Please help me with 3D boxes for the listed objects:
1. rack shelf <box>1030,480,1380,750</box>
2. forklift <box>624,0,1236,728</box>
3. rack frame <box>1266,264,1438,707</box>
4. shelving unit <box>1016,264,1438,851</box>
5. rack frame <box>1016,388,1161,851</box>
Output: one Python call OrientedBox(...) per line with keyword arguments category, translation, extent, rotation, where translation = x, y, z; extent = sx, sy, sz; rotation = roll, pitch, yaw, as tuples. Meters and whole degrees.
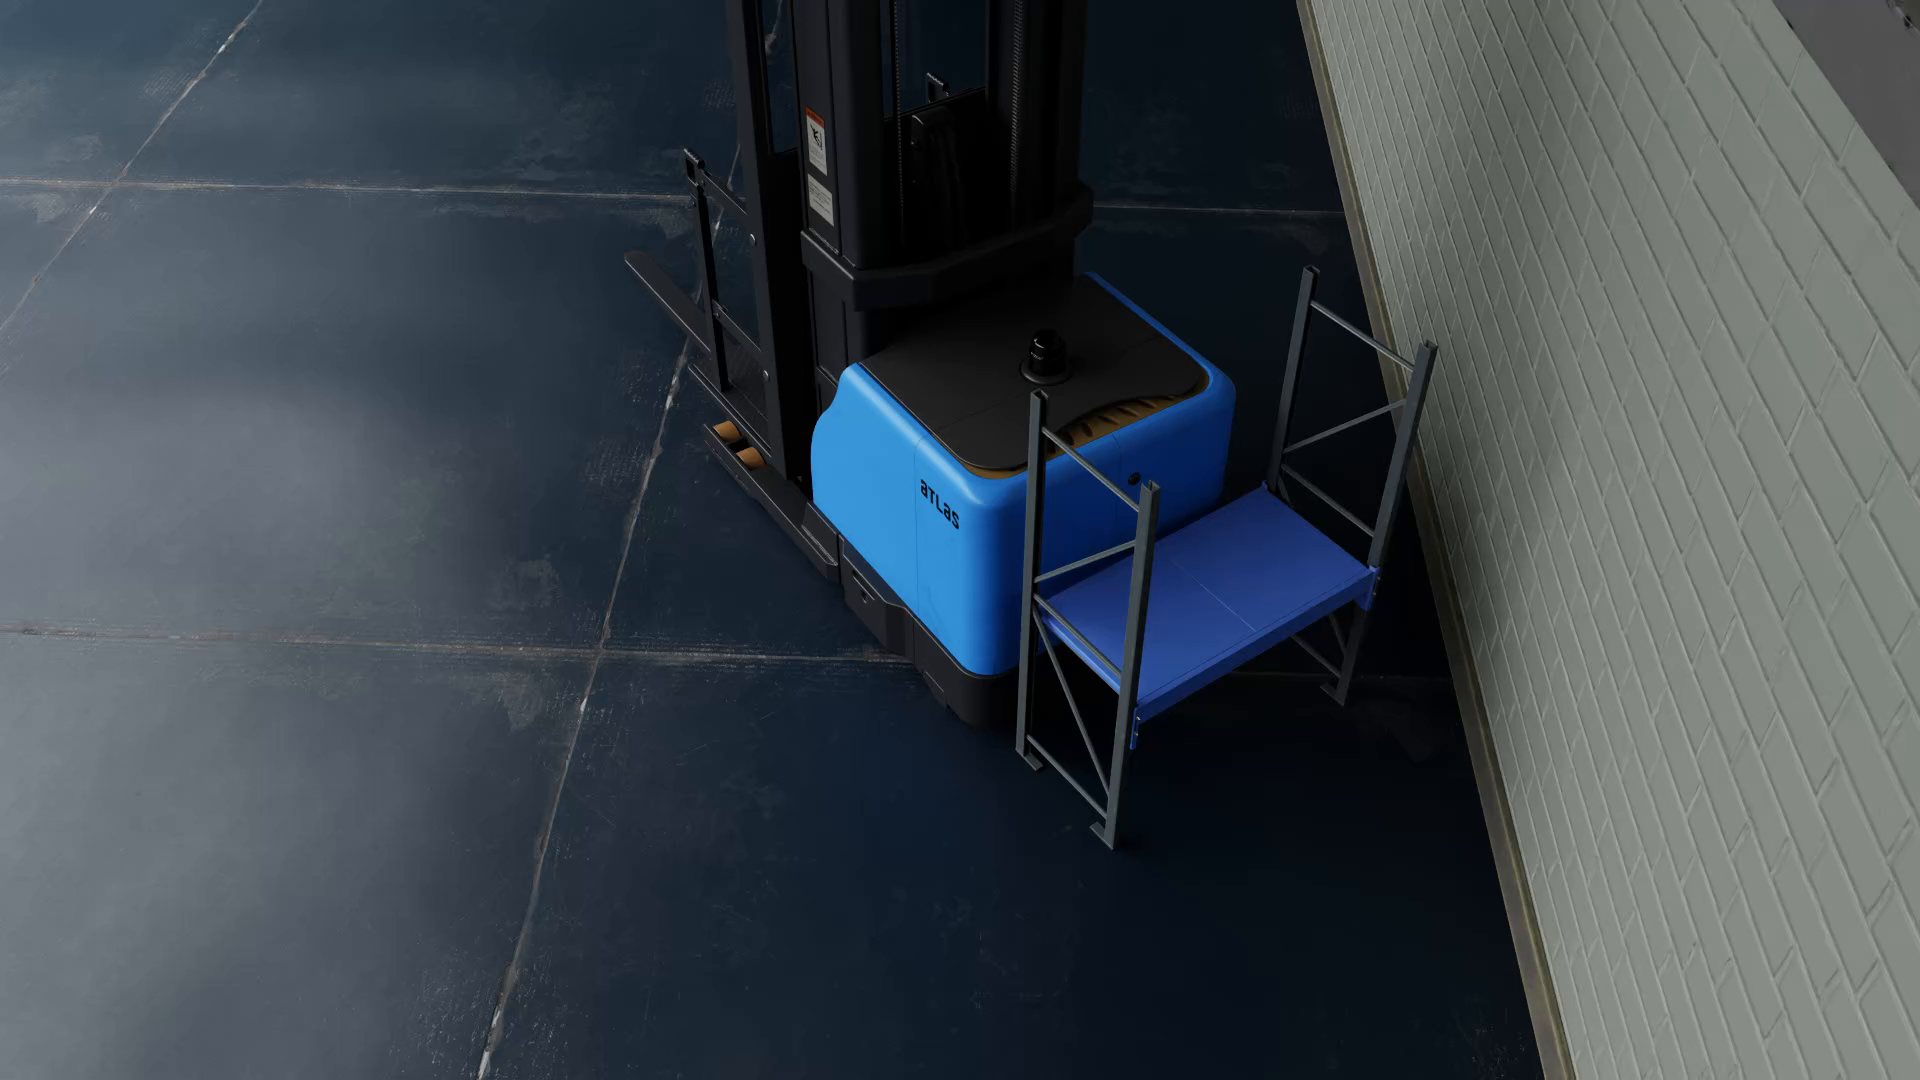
OrientedBox(category="rack shelf", translation=(0.757, 0.210, 5.186), extent=(1.000, 0.185, 0.538), rotation=(-26, 49, -25))
OrientedBox(category="forklift", translation=(-0.350, -1.429, 5.633), extent=(1.130, 2.935, 3.031), rotation=(-25, 48, -24))
OrientedBox(category="rack frame", translation=(1.169, -0.125, 5.281), extent=(0.032, 1.500, 0.500), rotation=(-26, 49, -25))
OrientedBox(category="shelving unit", translation=(0.758, 0.079, 5.063), extent=(1.048, 1.500, 0.538), rotation=(-26, 49, -25))
OrientedBox(category="rack frame", translation=(0.346, 0.282, 4.845), extent=(0.032, 1.500, 0.500), rotation=(-26, 49, -25))
